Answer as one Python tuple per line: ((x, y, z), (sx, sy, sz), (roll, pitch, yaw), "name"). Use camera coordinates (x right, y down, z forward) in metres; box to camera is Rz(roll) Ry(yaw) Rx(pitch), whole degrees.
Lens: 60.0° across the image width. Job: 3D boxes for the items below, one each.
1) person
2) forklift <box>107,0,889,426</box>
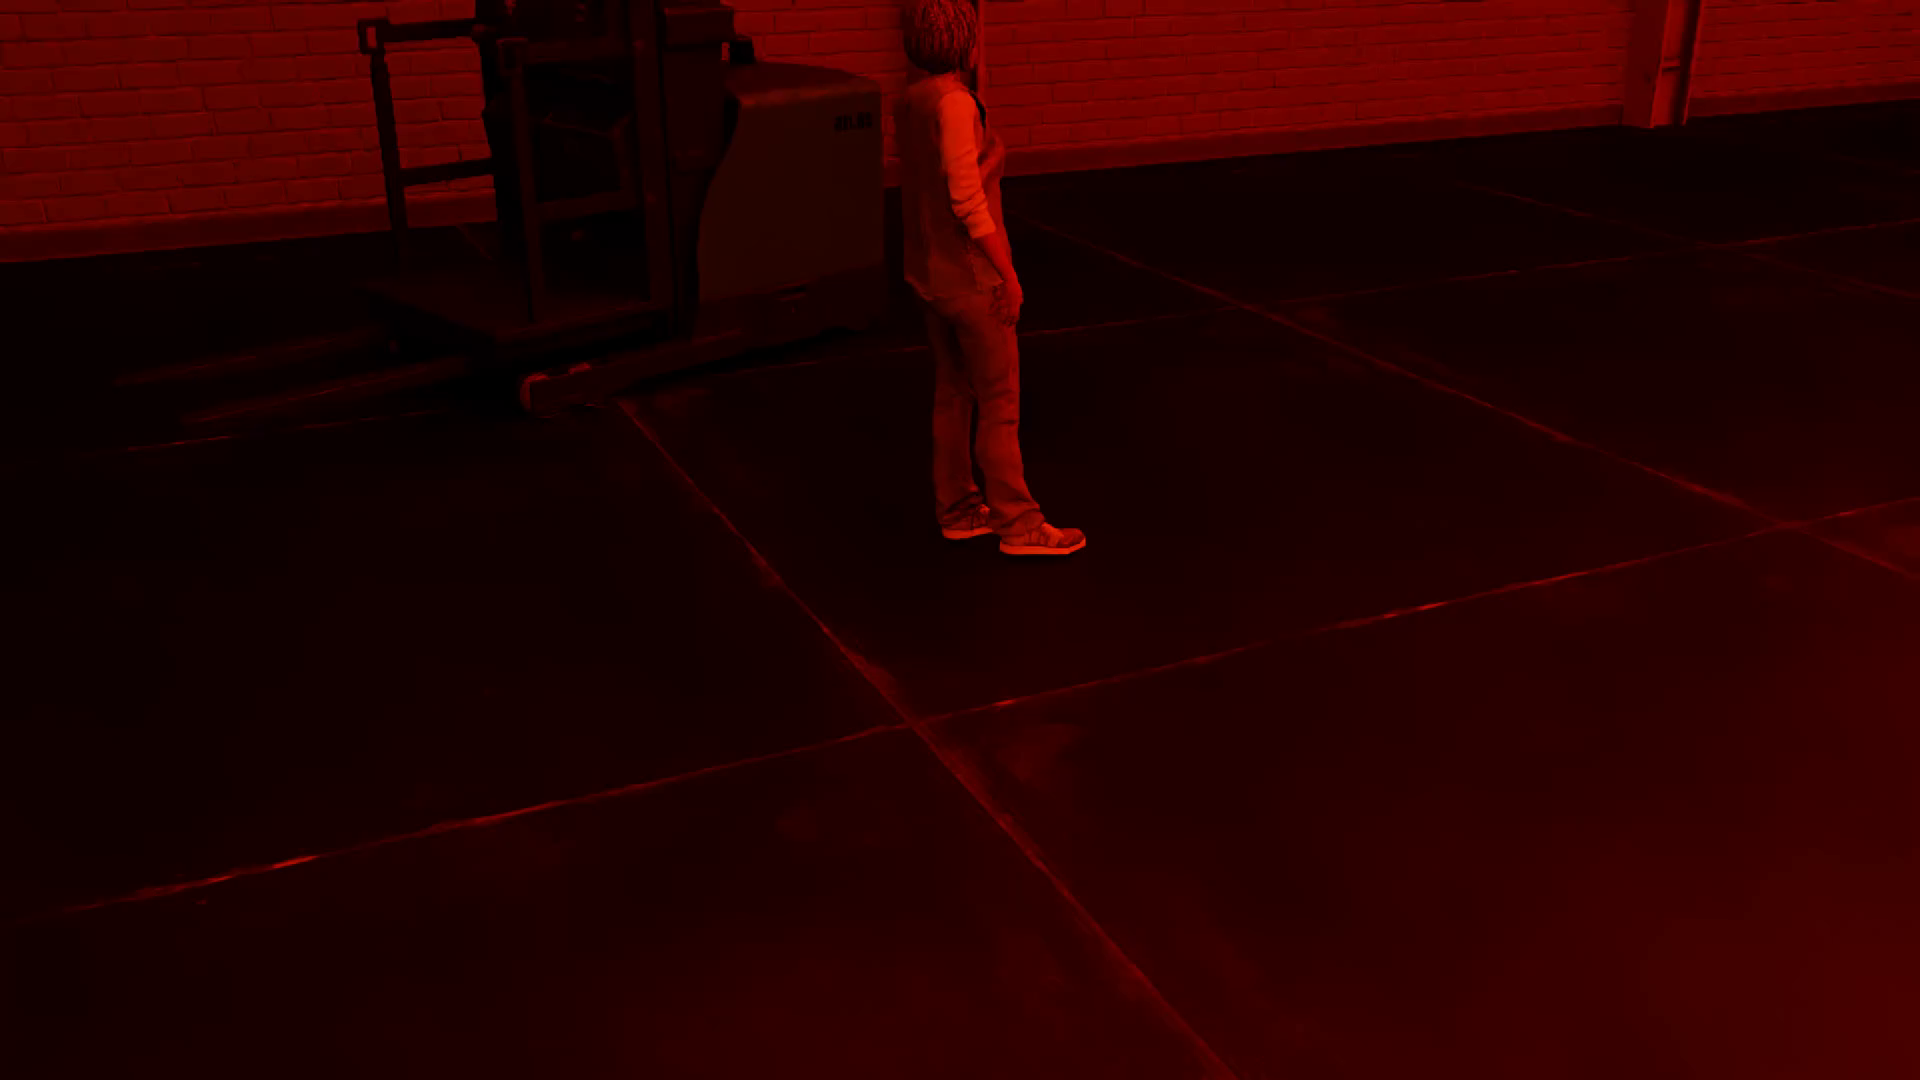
((0.073, -0.751, 4.815), (0.474, 1.597, 0.521), (-10, 25, -23), "person")
((-1.710, -2.029, 6.170), (1.130, 2.935, 3.031), (21, 30, 41), "forklift")
